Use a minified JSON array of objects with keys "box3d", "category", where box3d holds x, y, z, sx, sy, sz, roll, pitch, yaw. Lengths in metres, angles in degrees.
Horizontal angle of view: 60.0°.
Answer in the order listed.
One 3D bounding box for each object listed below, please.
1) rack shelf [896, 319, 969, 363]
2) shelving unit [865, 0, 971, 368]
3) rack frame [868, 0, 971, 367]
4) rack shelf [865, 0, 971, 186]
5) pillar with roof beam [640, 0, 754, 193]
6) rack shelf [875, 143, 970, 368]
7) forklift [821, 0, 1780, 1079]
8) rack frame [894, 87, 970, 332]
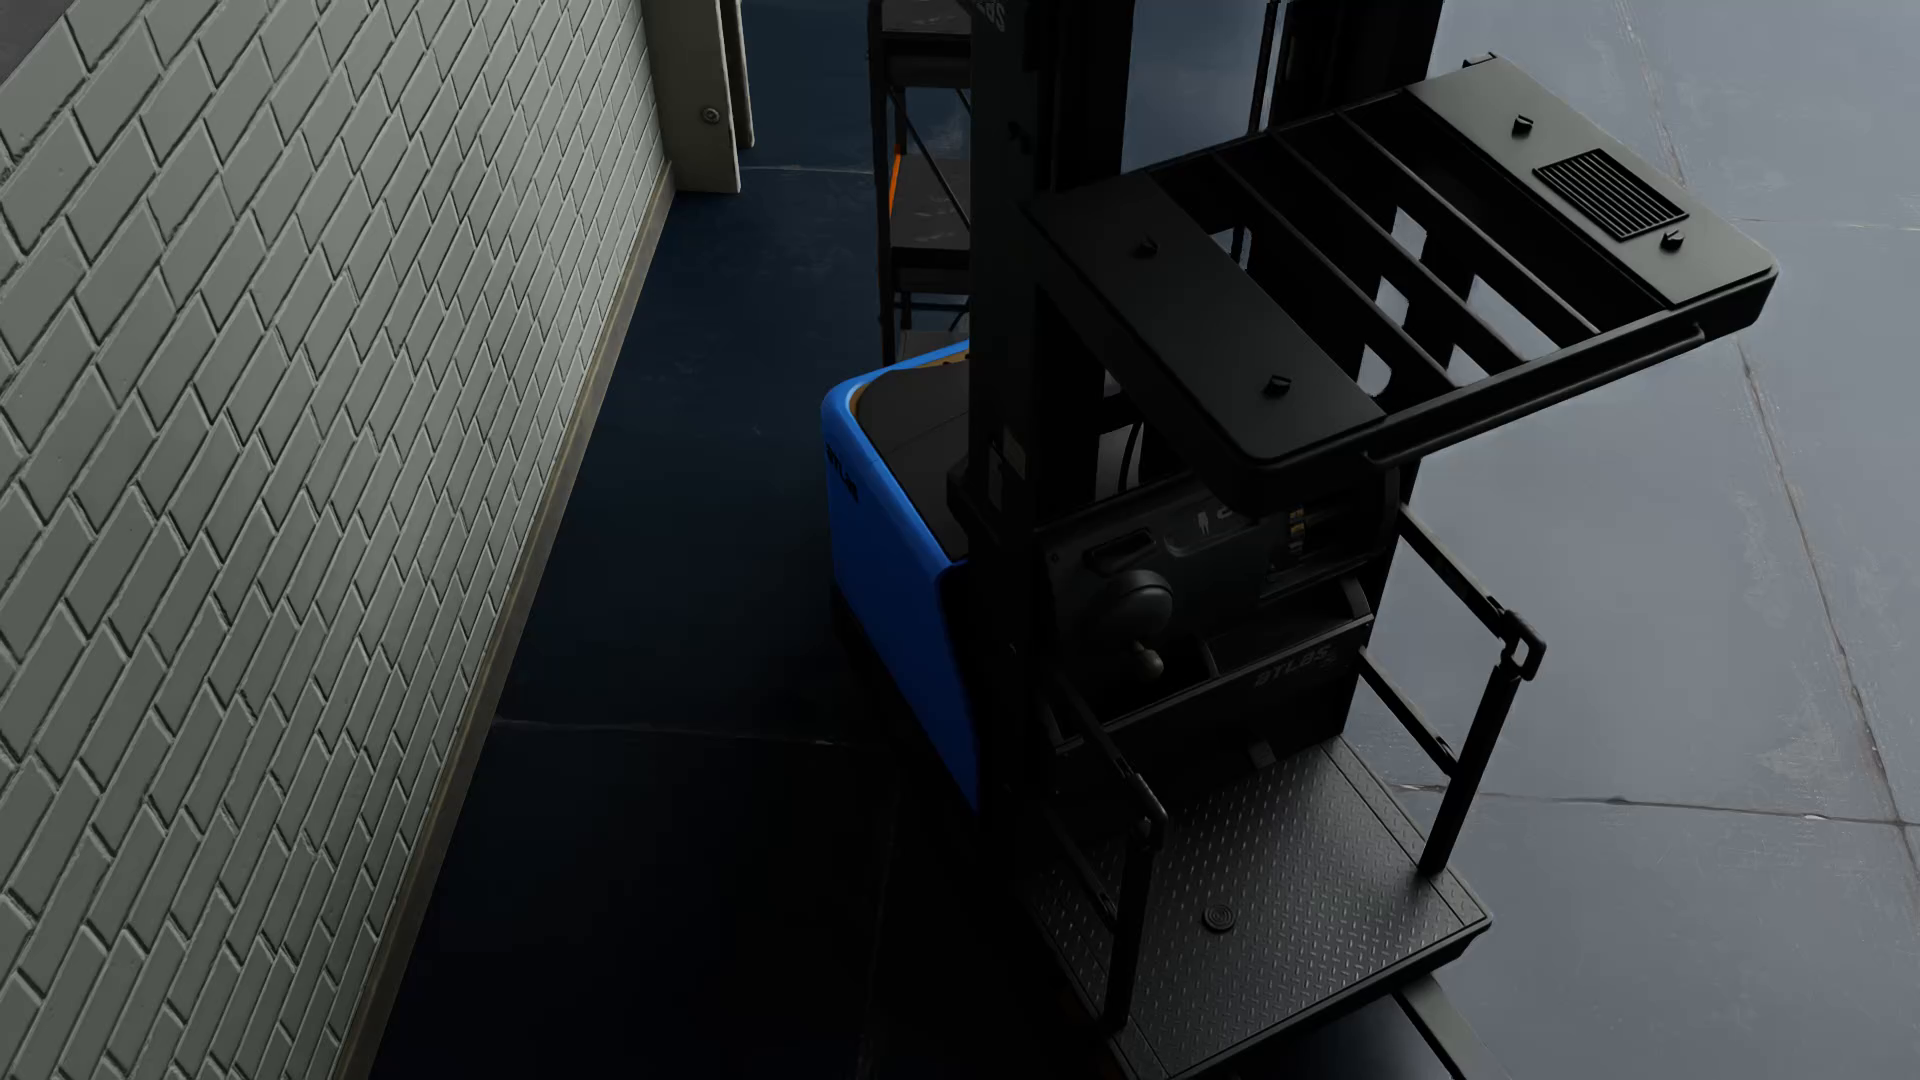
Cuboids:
[{"box3d":[-0.016,-0.386,5.647,0.431,0.518,0.480,3,48,3],"category":"rack shelf"},{"box3d":[-0.016,-0.868,5.121,0.431,2.100,0.503,3,48,3],"category":"shelving unit"},{"box3d":[-0.034,-0.688,4.956,0.400,2.100,0.015,3,48,3],"category":"rack frame"},{"box3d":[-0.016,-1.331,4.614,0.431,0.518,0.480,3,48,3],"category":"rack shelf"},{"box3d":[3.205,-4.385,3.662,9.100,9.000,0.400,4,48,4],"category":"pillar with roof beam"},{"box3d":[-0.016,-0.858,5.131,0.431,0.518,0.480,3,48,3],"category":"rack shelf"},{"box3d":[0.708,0.115,3.658,1.130,2.935,3.031,-21,51,-18],"category":"forklift"},{"box3d":[0.002,-1.047,5.285,0.400,2.100,0.015,3,48,3],"category":"rack frame"}]
